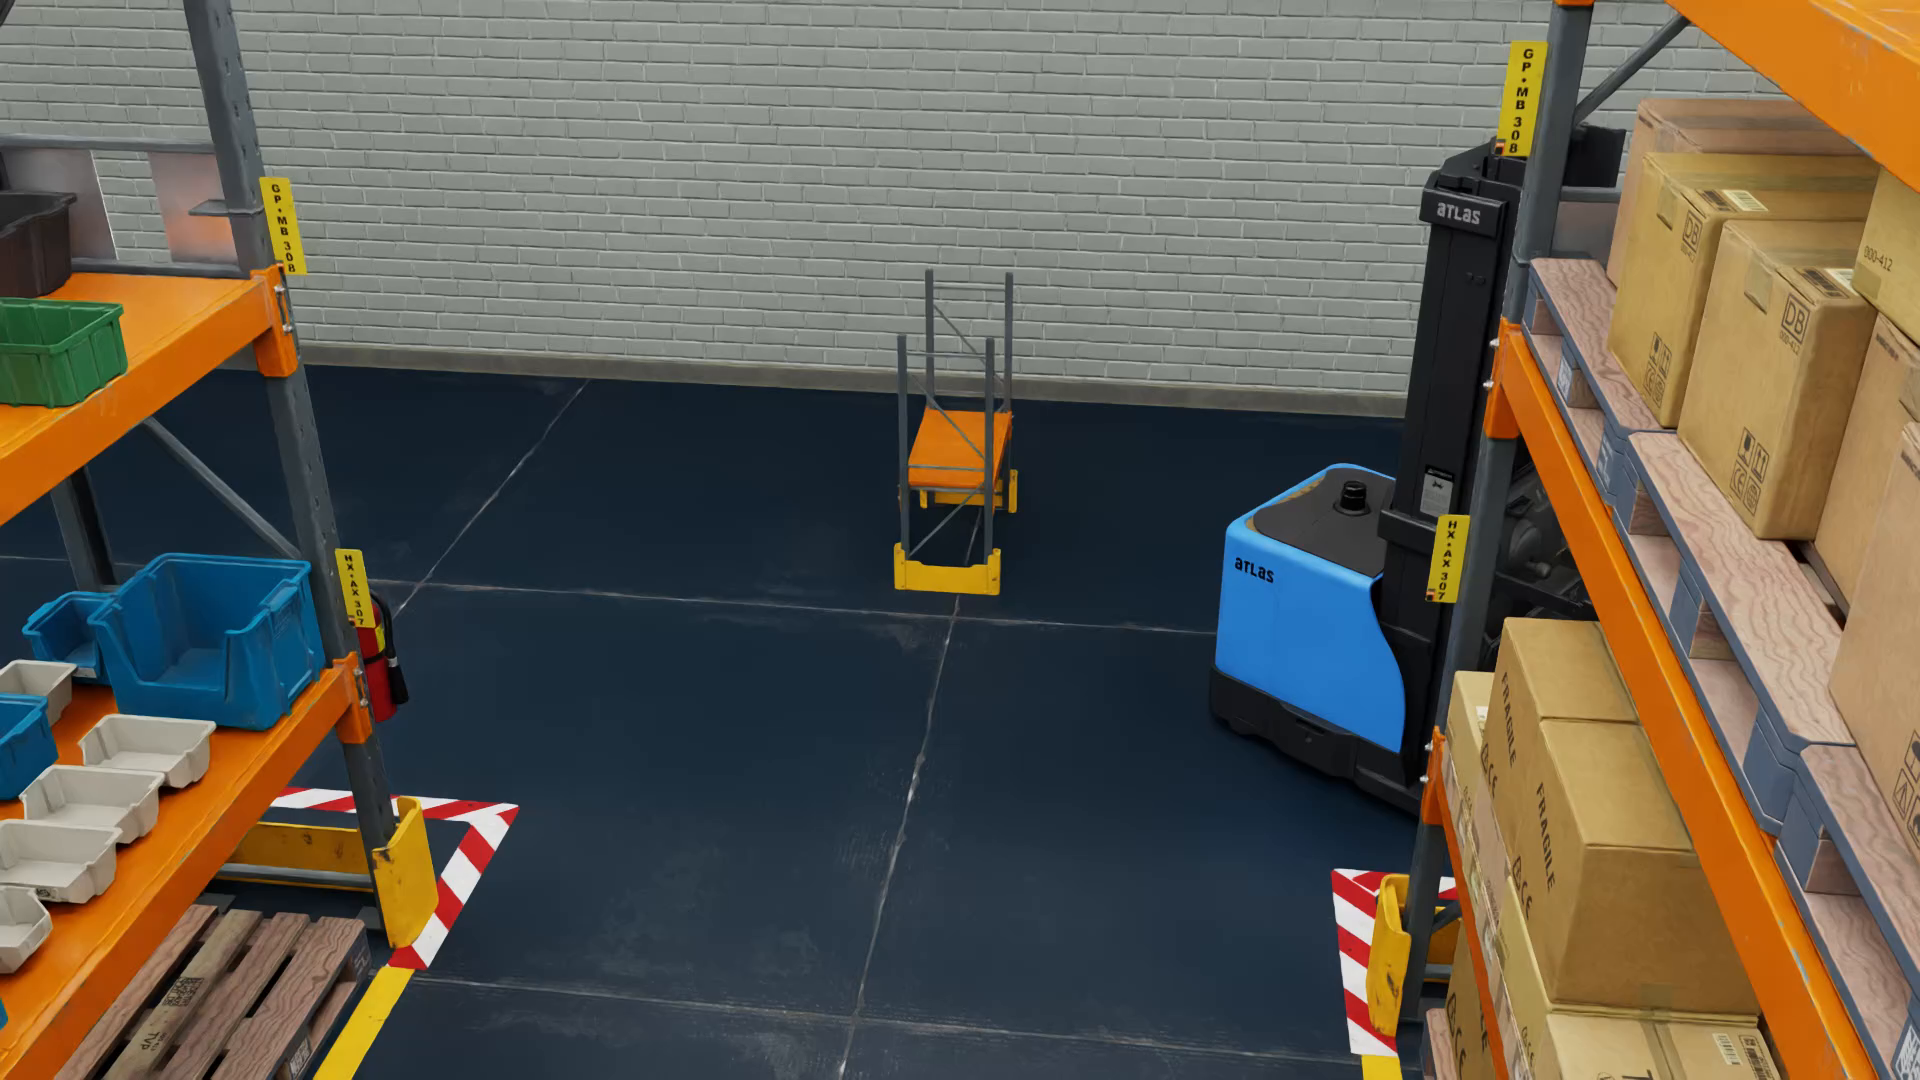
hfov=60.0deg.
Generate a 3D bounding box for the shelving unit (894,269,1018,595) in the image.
[{"bbox_3d":[-0.009,-0.624,9.328,0.587,1.500,1.083,3,28,6],"label":"shelving unit"}]

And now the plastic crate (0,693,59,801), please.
[{"bbox_3d":[-3.197,0.680,5.438,0.416,0.233,0.300,3,28,6],"label":"plastic crate"}]

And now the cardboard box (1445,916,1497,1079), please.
[{"bbox_3d":[2.157,1.570,5.470,0.875,0.875,0.875,3,28,6],"label":"cardboard box"}]

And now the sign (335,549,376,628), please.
[{"bbox_3d":[-2.212,0.178,6.084,0.100,0.325,0.005,3,28,6],"label":"sign"}]

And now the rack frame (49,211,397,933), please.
[{"bbox_3d":[-2.760,0.226,6.168,1.000,3.000,0.127,3,28,6],"label":"rack frame"}]

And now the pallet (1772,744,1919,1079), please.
[{"bbox_3d":[1.776,0.731,2.162,1.003,0.211,1.213,3,28,6],"label":"pallet"}]

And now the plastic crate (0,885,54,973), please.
[{"bbox_3d":[-2.758,1.118,4.726,0.298,0.136,0.250,3,28,6],"label":"plastic crate"}]

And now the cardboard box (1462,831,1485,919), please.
[{"bbox_3d":[1.724,1.014,4.971,0.380,0.149,0.250,3,28,5],"label":"cardboard box"}]

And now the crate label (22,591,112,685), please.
[{"bbox_3d":[-3.117,0.370,6.014,0.416,0.233,0.303,3,28,6],"label":"crate label"}]

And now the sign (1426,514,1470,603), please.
[{"bbox_3d":[1.606,0.063,5.475,0.100,0.325,0.005,3,28,6],"label":"sign"}]

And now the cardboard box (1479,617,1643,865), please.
[{"bbox_3d":[1.768,0.564,4.594,0.500,0.500,0.500,3,28,5],"label":"cardboard box"}]

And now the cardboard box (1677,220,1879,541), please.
[{"bbox_3d":[1.941,-0.328,3.380,0.700,0.500,0.500,1,28,3],"label":"cardboard box"}]

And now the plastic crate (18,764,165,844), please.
[{"bbox_3d":[-2.730,0.845,5.233,0.396,0.136,0.243,3,28,6],"label":"plastic crate"}]

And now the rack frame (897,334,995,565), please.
[{"bbox_3d":[-0.073,-0.381,8.876,0.500,1.500,0.032,3,28,6],"label":"rack frame"}]

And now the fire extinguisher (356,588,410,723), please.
[{"bbox_3d":[-2.290,0.379,6.358,0.296,0.674,0.183,3,28,6],"label":"fire extinguisher"}]

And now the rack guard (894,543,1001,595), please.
[{"bbox_3d":[-0.070,0.160,9.189,0.587,0.250,0.087,3,28,6],"label":"rack guard"}]

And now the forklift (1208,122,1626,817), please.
[{"bbox_3d":[2.619,-0.098,6.842,3.031,2.935,1.130,24,37,38],"label":"forklift"}]

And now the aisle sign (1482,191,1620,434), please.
[{"bbox_3d":[1.867,-0.682,5.113,0.394,0.787,0.004,3,28,6],"label":"aisle sign"}]

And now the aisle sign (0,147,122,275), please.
[{"bbox_3d":[-3.046,-0.970,5.647,0.394,0.787,0.004,3,28,6],"label":"aisle sign"}]

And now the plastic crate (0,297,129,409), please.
[{"bbox_3d":[-2.597,-0.521,4.614,0.450,0.188,0.336,3,28,6],"label":"plastic crate"}]

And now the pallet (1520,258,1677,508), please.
[{"bbox_3d":[2.075,-0.418,4.294,1.003,0.211,1.213,3,28,6],"label":"pallet"}]

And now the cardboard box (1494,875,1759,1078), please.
[{"bbox_3d":[1.707,1.140,4.315,0.500,0.250,0.500,2,28,4],"label":"cardboard box"}]

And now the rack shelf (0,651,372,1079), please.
[{"bbox_3d":[-3.005,1.484,4.591,1.077,0.370,4.000,3,28,6],"label":"rack shelf"}]

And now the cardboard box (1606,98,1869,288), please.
[{"bbox_3d":[2.145,-0.832,4.315,0.700,0.500,0.500,2,28,3],"label":"cardboard box"}]

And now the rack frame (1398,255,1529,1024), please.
[{"bbox_3d":[2.156,0.514,5.634,1.000,3.000,0.127,3,28,6],"label":"rack frame"}]

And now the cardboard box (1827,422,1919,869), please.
[{"bbox_3d":[1.772,0.178,2.440,0.700,0.500,0.500,5,29,9],"label":"cardboard box"}]

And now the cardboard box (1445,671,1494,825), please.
[{"bbox_3d":[1.829,0.659,5.209,0.500,0.250,0.500,3,28,5],"label":"cardboard box"}]

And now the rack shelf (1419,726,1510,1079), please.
[{"bbox_3d":[1.911,1.772,4.057,1.077,0.370,4.000,3,28,6],"label":"rack shelf"}]

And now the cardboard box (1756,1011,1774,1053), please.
[{"bbox_3d":[2.235,1.171,4.259,0.500,0.250,0.500,2,28,4],"label":"cardboard box"}]

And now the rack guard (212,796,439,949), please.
[{"bbox_3d":[-2.770,1.314,6.783,1.175,0.500,0.348,3,28,6],"label":"rack guard"}]

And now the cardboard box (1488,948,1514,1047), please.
[{"bbox_3d":[1.661,1.256,4.521,0.380,0.149,0.250,3,28,5],"label":"cardboard box"}]

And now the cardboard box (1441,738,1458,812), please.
[{"bbox_3d":[1.785,0.772,5.419,0.380,0.149,0.250,4,29,7],"label":"cardboard box"}]
